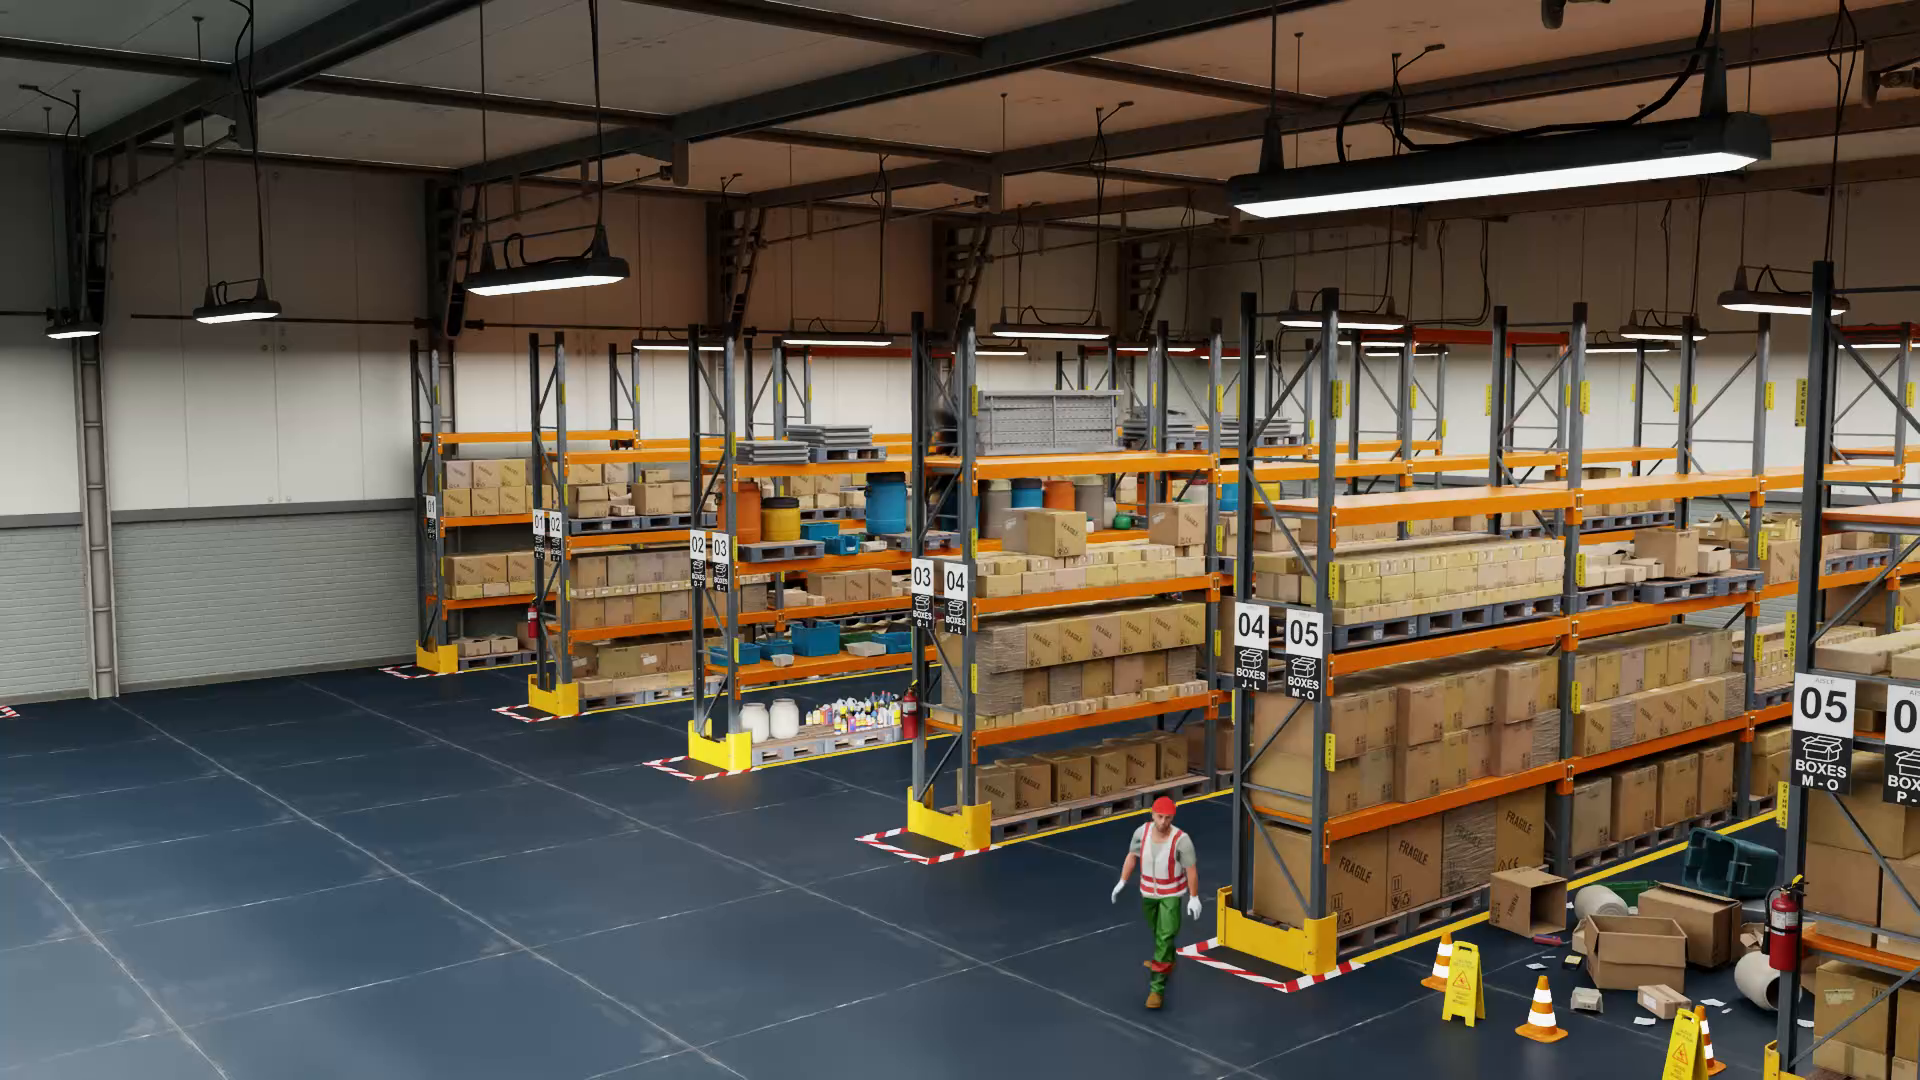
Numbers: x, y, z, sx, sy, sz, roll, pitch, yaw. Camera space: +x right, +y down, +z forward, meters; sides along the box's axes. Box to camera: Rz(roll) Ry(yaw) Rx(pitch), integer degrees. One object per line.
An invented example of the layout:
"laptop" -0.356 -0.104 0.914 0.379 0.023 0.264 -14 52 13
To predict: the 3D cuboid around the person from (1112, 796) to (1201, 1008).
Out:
"person" 1.716 2.989 14.135 0.689 1.727 0.995 3 6 32
